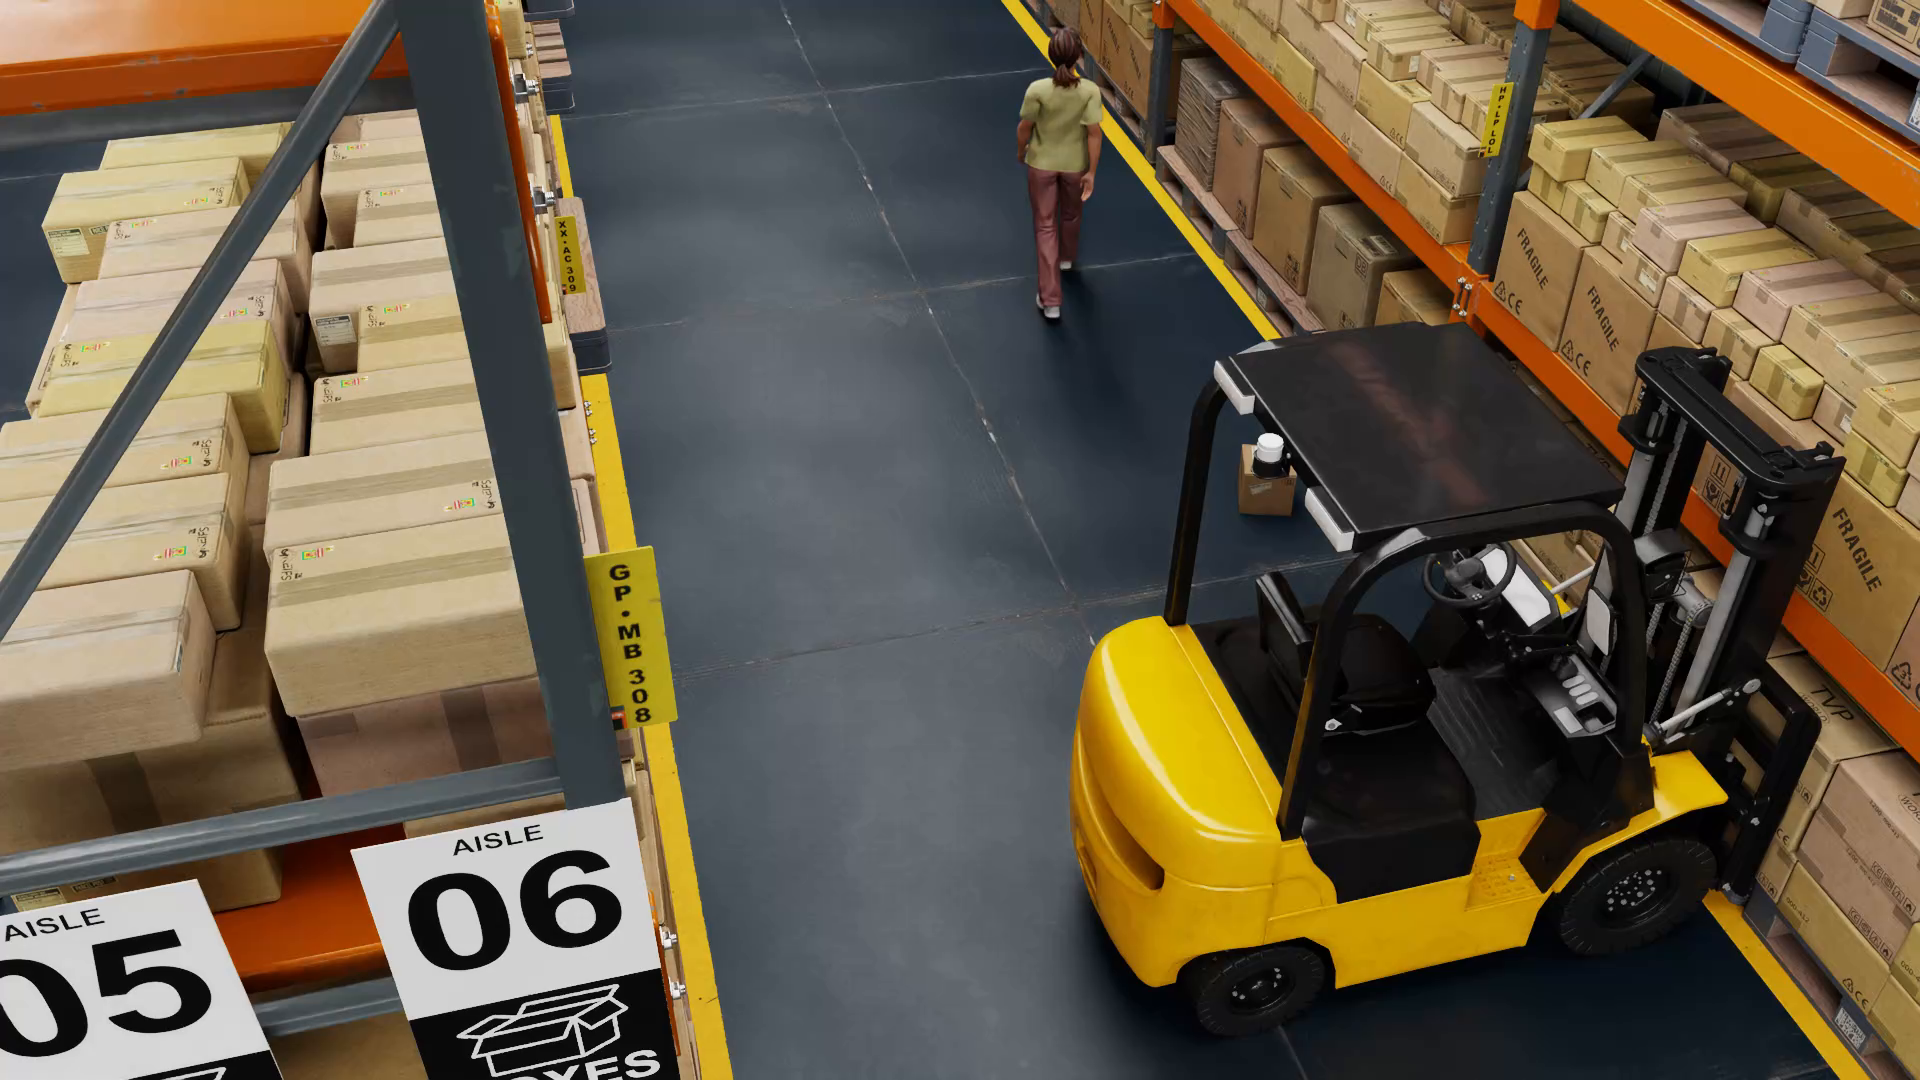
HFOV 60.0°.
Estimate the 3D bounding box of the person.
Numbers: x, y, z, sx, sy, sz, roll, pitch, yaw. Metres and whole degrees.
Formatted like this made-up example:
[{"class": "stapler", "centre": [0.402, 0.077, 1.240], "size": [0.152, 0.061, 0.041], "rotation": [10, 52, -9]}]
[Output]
[{"class": "person", "centre": [0.532, -2.169, 9.440], "size": [0.452, 1.636, 0.868], "rotation": [-5, 39, -6]}]
